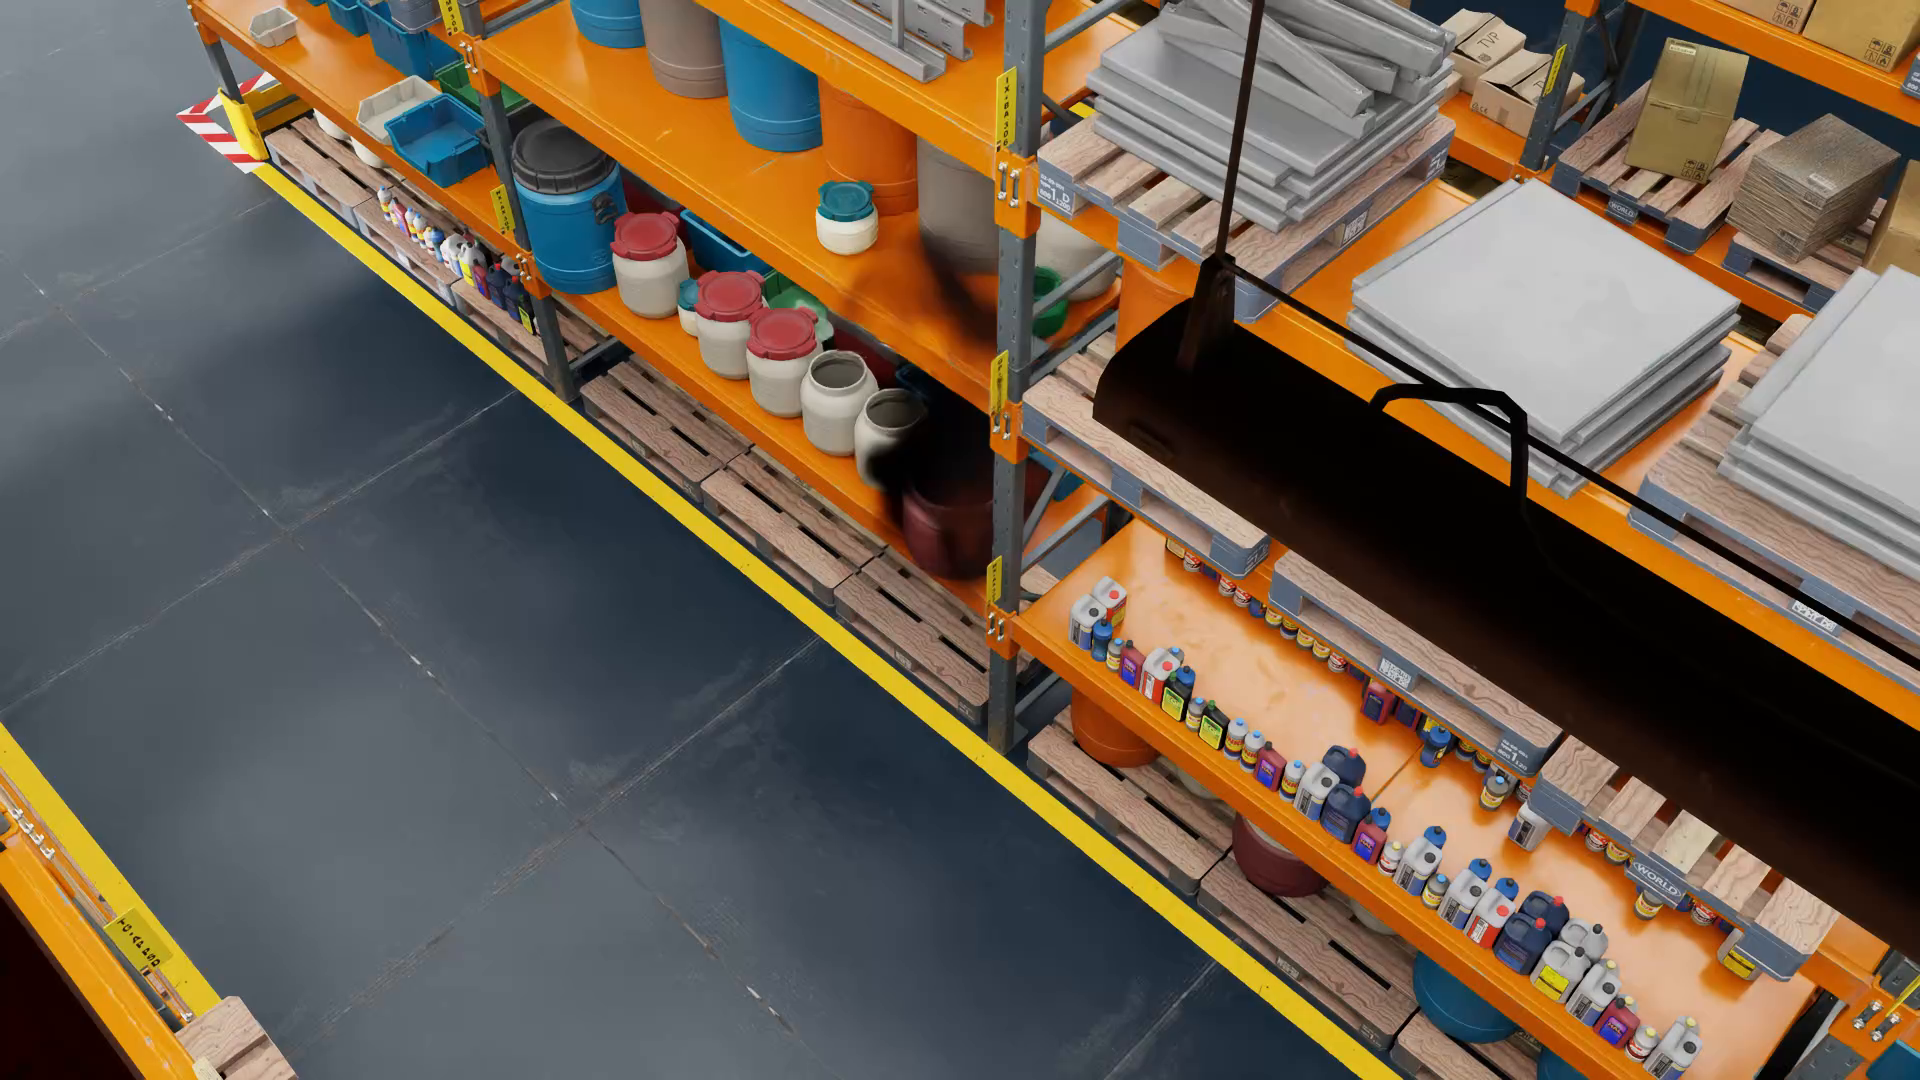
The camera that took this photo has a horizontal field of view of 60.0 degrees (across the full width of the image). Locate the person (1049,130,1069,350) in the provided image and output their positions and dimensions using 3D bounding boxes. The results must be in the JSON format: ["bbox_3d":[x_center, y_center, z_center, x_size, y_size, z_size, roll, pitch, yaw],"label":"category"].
[{"bbox_3d":[0.332,-1.956,10.647,0.956,1.745,0.753,25,54,20],"label":"person"}]
